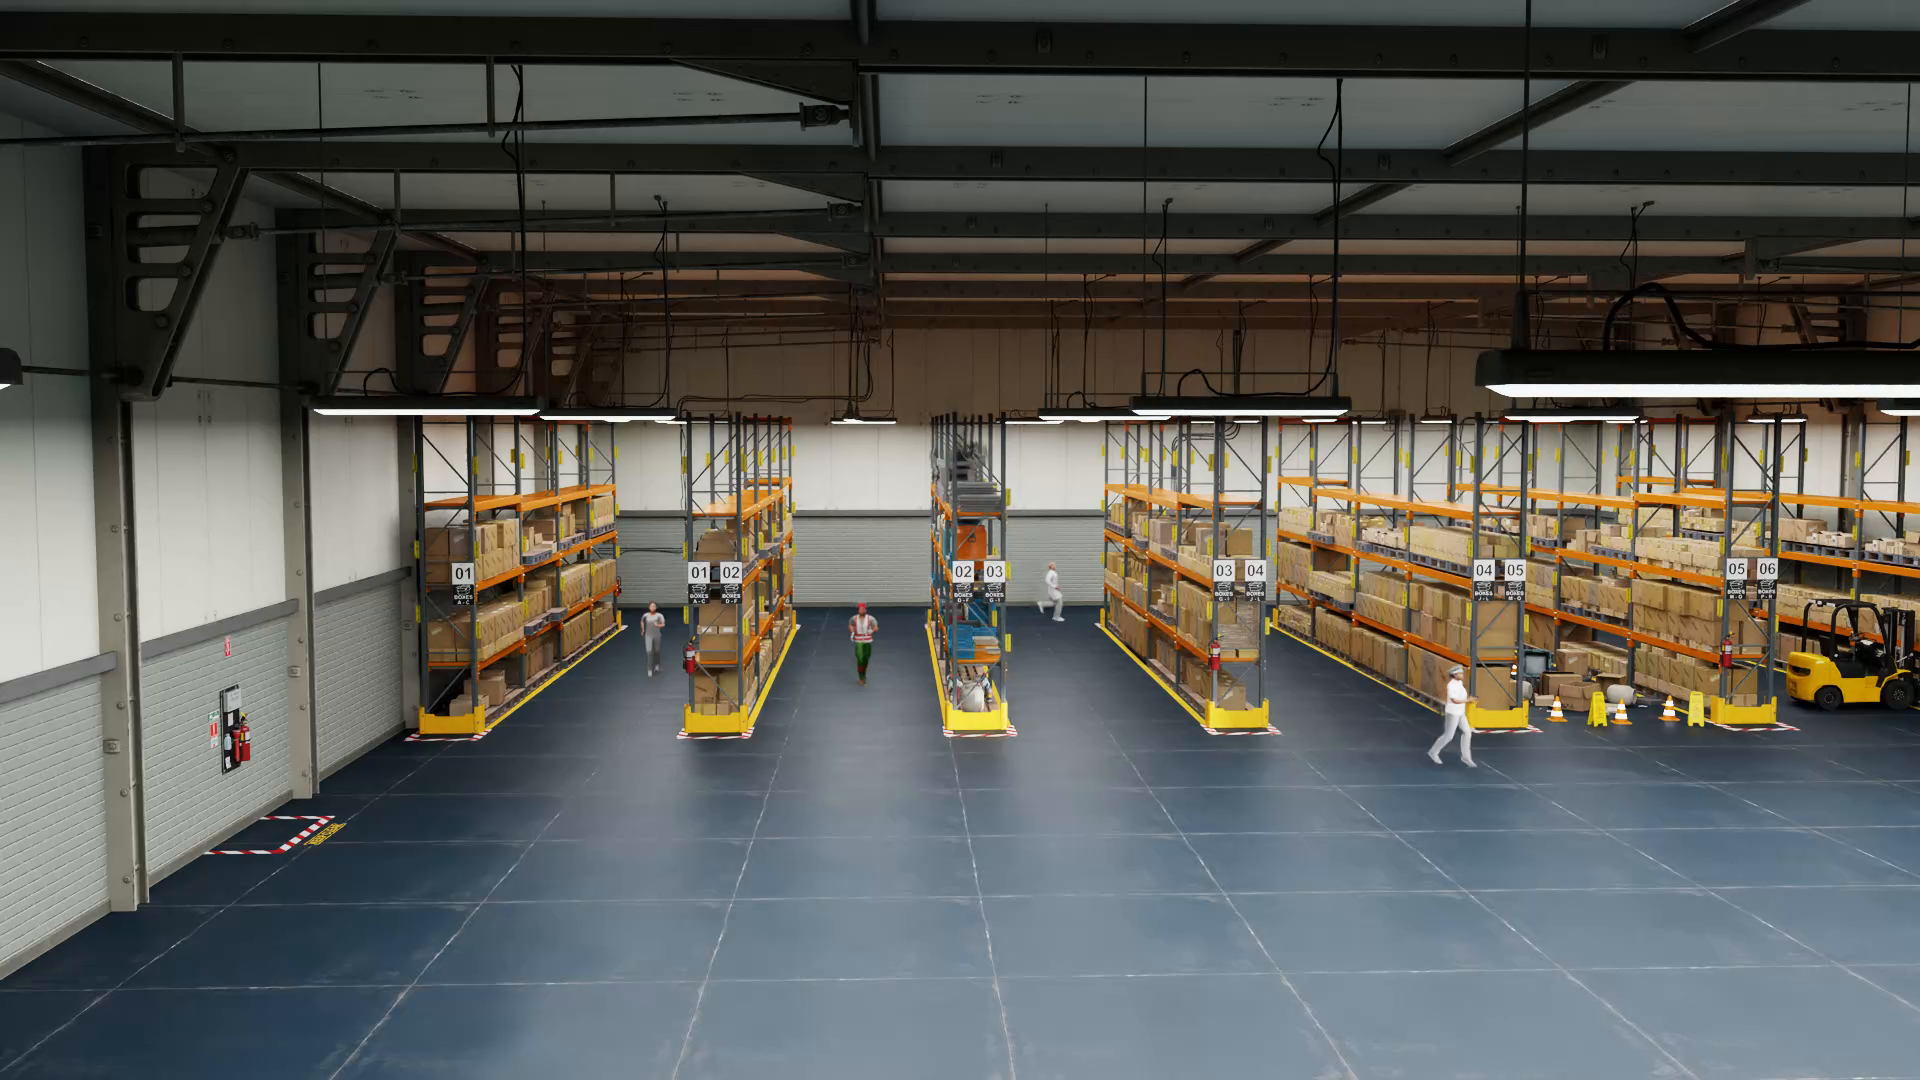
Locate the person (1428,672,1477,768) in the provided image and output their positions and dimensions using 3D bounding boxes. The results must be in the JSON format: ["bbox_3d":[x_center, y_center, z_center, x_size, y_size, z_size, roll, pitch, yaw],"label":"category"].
[{"bbox_3d":[8.306,2.979,28.023,0.805,1.707,0.603,3,5,33],"label":"person"}]

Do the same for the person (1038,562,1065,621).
[{"bbox_3d":[2.702,1.525,49.239,0.811,1.738,0.726,0,4,5],"label":"person"}]

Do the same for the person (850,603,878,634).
[{"bbox_3d":[-2.143,1.778,37.100,0.634,0.765,0.451,0,4,-6],"label":"person"}]

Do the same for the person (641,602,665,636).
[{"bbox_3d":[-7.072,1.822,38.266,0.558,0.807,0.589,-1,4,-7],"label":"person"}]
